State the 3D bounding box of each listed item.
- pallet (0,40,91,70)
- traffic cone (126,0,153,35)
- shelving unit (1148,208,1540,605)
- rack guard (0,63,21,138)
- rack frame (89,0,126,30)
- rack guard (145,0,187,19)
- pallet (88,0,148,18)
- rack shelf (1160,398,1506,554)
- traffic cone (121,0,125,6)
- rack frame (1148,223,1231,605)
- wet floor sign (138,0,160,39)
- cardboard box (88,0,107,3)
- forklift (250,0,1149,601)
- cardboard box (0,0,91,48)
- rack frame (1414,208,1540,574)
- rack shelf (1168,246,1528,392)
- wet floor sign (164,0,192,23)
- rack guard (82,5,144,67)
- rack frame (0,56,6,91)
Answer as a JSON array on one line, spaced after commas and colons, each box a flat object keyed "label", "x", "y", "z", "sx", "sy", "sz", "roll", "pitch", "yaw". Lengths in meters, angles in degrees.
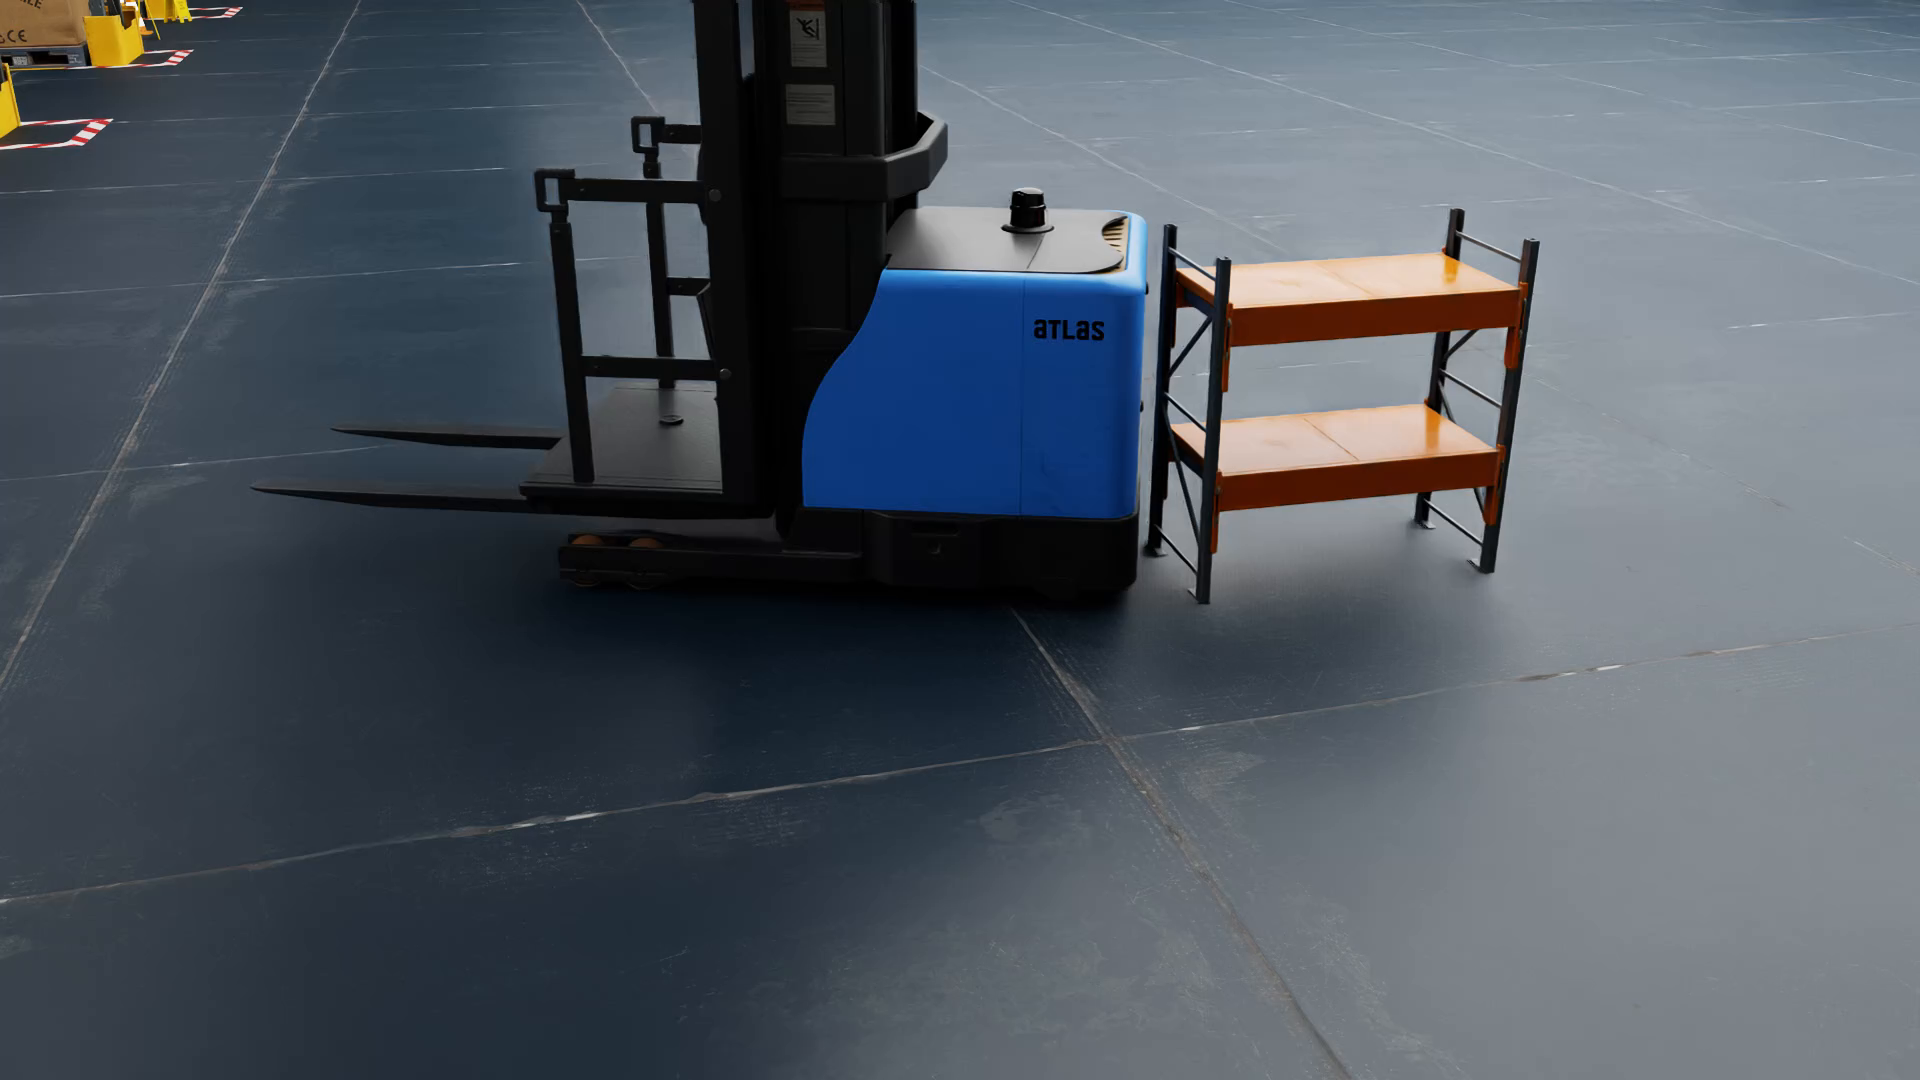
[{"label": "pallet", "x": -9.809, "y": -5.143, "z": 17.552, "sx": 1.213, "sy": 0.211, "sz": 1.003, "roll": -6, "pitch": 24, "yaw": -14}, {"label": "traffic cone", "x": -9.934, "y": -6.321, "z": 19.979, "sx": 0.334, "sy": 0.463, "sz": 0.336, "roll": -6, "pitch": 24, "yaw": -14}, {"label": "shelving unit", "x": 1.223, "y": -0.453, "z": 5.463, "sx": 1.048, "sy": 1.125, "sz": 0.538, "roll": -5, "pitch": 24, "yaw": -13}, {"label": "rack guard", "x": -7.891, "y": -3.489, "z": 13.330, "sx": 0.348, "sy": 0.500, "sz": 1.175, "roll": -6, "pitch": 24, "yaw": -14}, {"label": "rack frame", "x": -9.061, "y": -6.539, "z": 17.270, "sx": 0.127, "sy": 3.000, "sz": 1.000, "roll": -6, "pitch": 24, "yaw": -14}, {"label": "rack guard", "x": -10.568, "y": -7.251, "z": 22.098, "sx": 0.348, "sy": 0.500, "sz": 1.175, "roll": -6, "pitch": 24, "yaw": -14}, {"label": "pallet", "x": -11.360, "y": -7.045, "z": 21.985, "sx": 1.213, "sy": 0.211, "sz": 1.003, "roll": -6, "pitch": 24, "yaw": -14}, {"label": "rack shelf", "x": 1.223, "y": -0.229, "z": 5.560, "sx": 1.000, "sy": 0.278, "sz": 0.538, "roll": -5, "pitch": 24, "yaw": -13}, {"label": "traffic cone", "x": -10.561, "y": -6.706, "z": 20.876, "sx": 0.334, "sy": 0.463, "sz": 0.336, "roll": -6, "pitch": 24, "yaw": -14}, {"label": "rack frame", "x": 0.729, "y": -0.406, "z": 5.353, "sx": 0.032, "sy": 1.125, "sz": 0.500, "roll": -5, "pitch": 24, "yaw": -13}, {"label": "wet floor sign", "x": -9.568, "y": -6.212, "z": 19.493, "sx": 0.232, "sy": 0.644, "sz": 0.267, "roll": -11, "pitch": 25, "yaw": -23}, {"label": "cardboard box", "x": -11.224, "y": -7.146, "z": 21.639, "sx": 0.500, "sy": 0.250, "sz": 0.500, "roll": -6, "pitch": 24, "yaw": -15}, {"label": "forklift", "x": -0.892, "y": -1.386, "z": 5.348, "sx": 3.031, "sy": 2.935, "sz": 1.130, "roll": 3, "pitch": 23, "yaw": 6}, {"label": "cardboard box", "x": -9.696, "y": -5.659, "z": 17.379, "sx": 0.875, "sy": 0.875, "sz": 0.875, "roll": -6, "pitch": 24, "yaw": -14}, {"label": "rack frame", "x": 1.717, "y": -0.501, "z": 5.573, "sx": 0.032, "sy": 1.125, "sz": 0.500, "roll": -5, "pitch": 24, "yaw": -13}, {"label": "rack shelf", "x": 1.223, "y": -0.722, "z": 5.348, "sx": 1.000, "sy": 0.278, "sz": 0.538, "roll": -5, "pitch": 24, "yaw": -13}, {"label": "wet floor sign", "x": -10.023, "y": -6.940, "z": 21.189, "sx": 0.232, "sy": 0.644, "sz": 0.267, "roll": 2, "pitch": 23, "yaw": 4}, {"label": "rack guard", "x": -9.038, "y": -5.393, "z": 17.769, "sx": 0.348, "sy": 0.500, "sz": 1.175, "roll": -6, "pitch": 24, "yaw": -14}, {"label": "rack frame", "x": -7.818, "y": -4.645, "z": 12.856, "sx": 0.127, "sy": 3.000, "sz": 1.000, "roll": -6, "pitch": 24, "yaw": -14}]
